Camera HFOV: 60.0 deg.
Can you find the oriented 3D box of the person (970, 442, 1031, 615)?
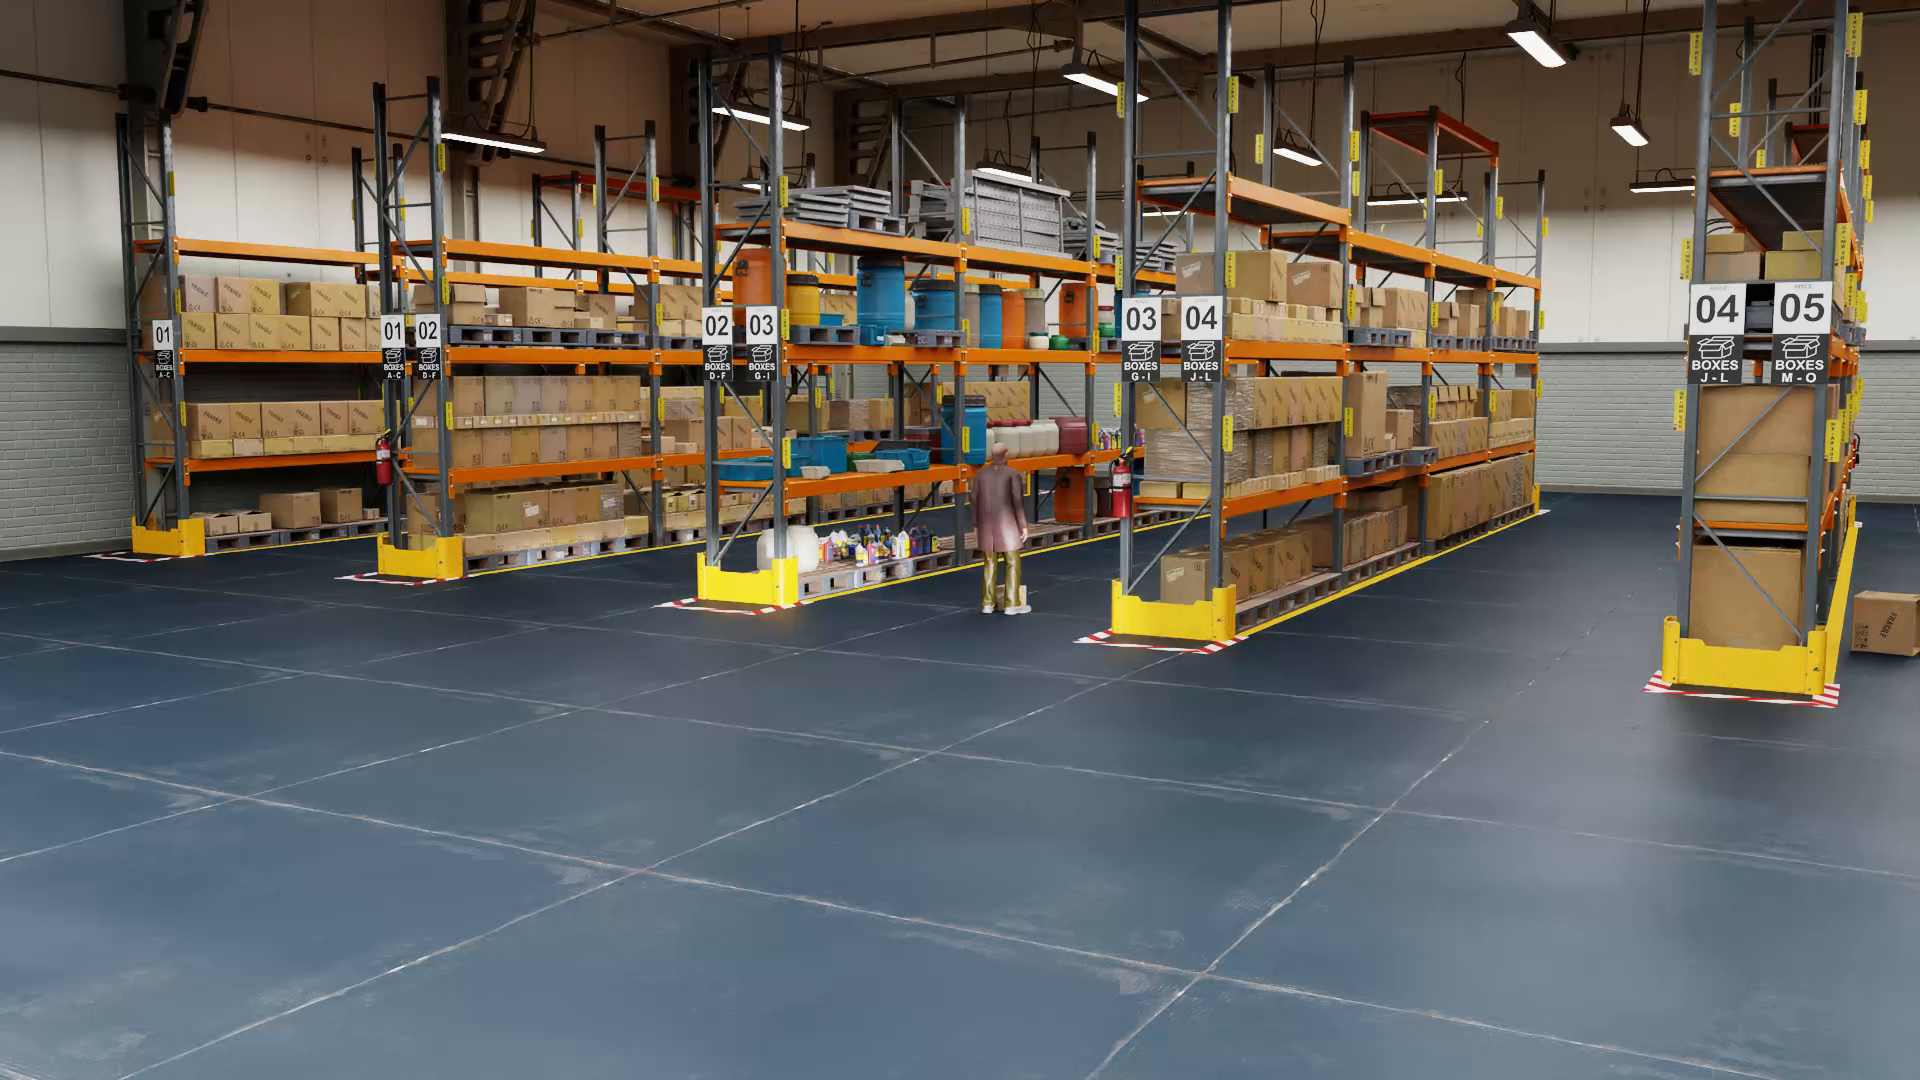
[{"bbox_3d":[0.410,-0.125,17.297,0.653,1.774,0.416,3,7,27],"label":"person"}]
